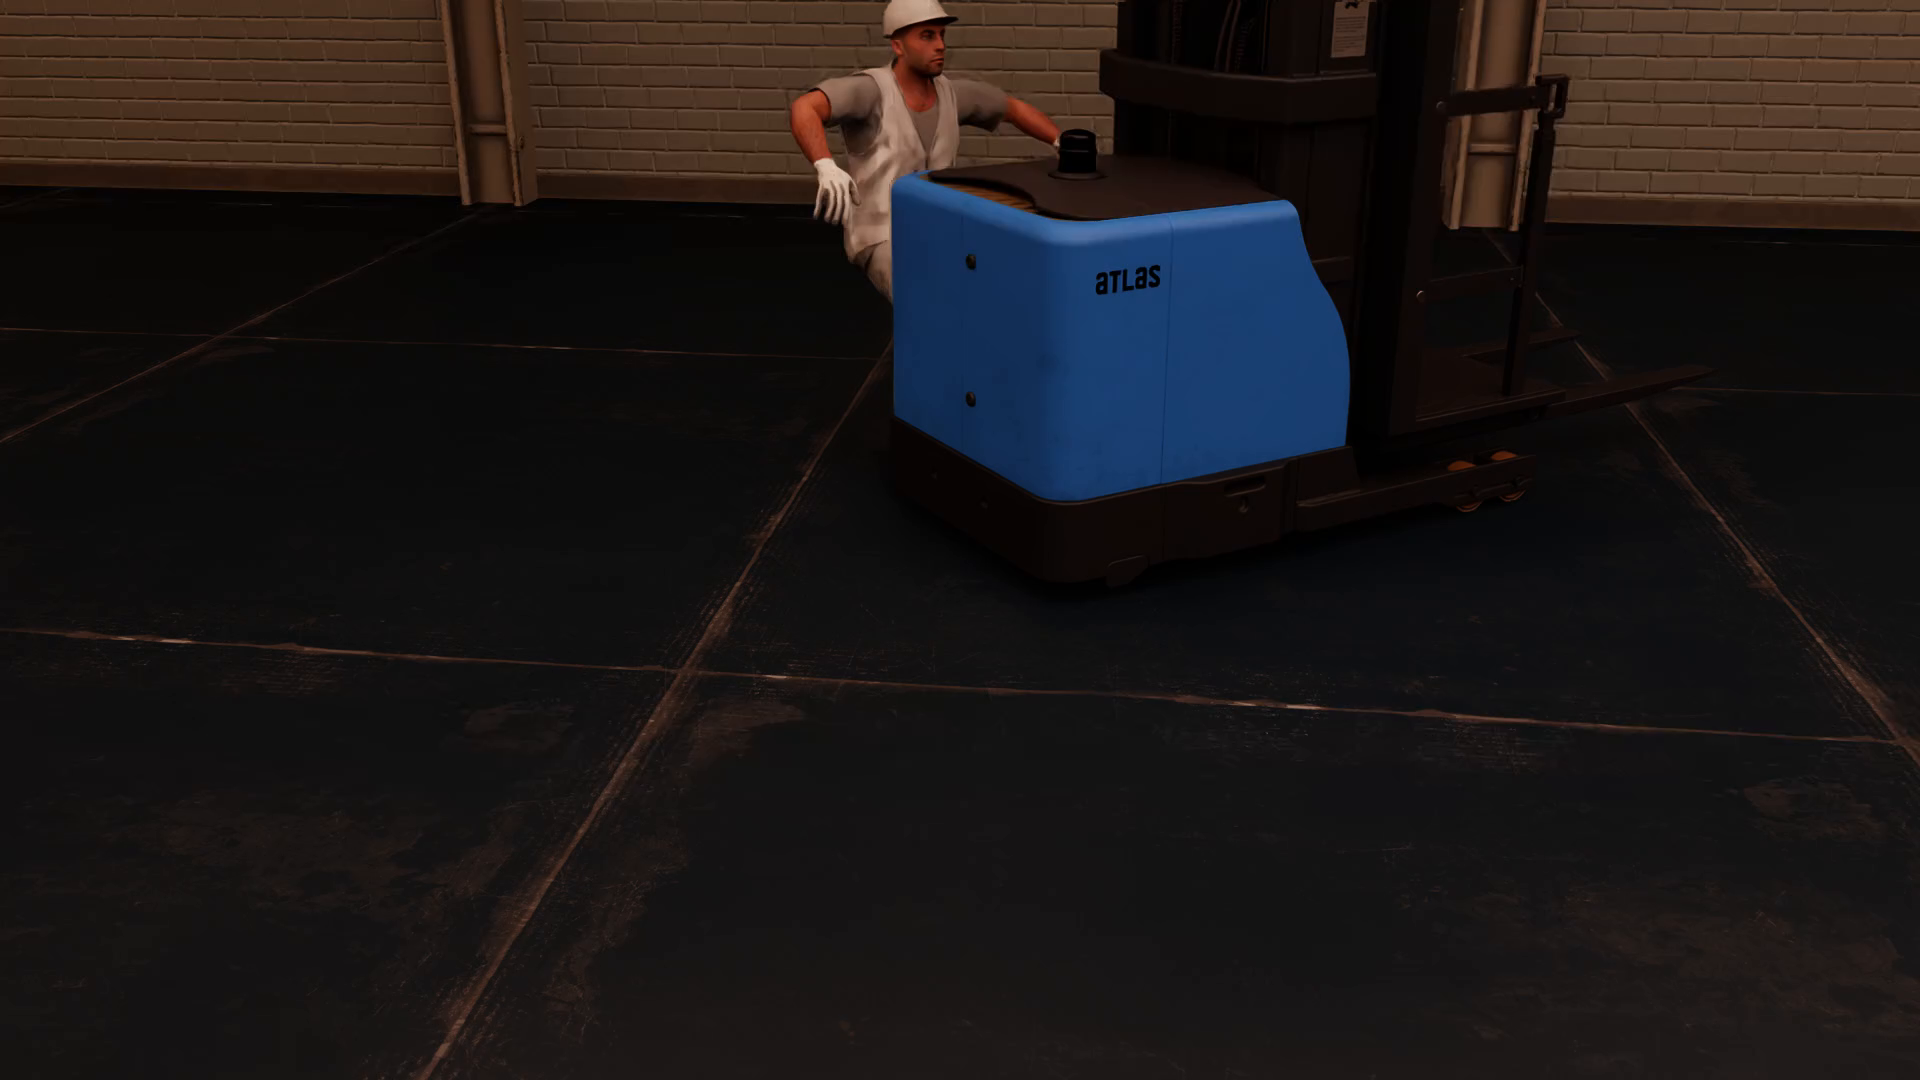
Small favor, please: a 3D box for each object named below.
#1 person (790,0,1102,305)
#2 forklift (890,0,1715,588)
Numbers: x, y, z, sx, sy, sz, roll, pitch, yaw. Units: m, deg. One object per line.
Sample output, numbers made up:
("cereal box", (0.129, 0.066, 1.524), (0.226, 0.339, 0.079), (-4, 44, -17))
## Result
("person", (-0.009, -0.986, 5.519), (1.153, 1.590, 0.844), (-19, 29, -39))
("forklift", (1.310, -1.607, 5.243), (3.031, 2.935, 1.130), (-12, 25, -28))
